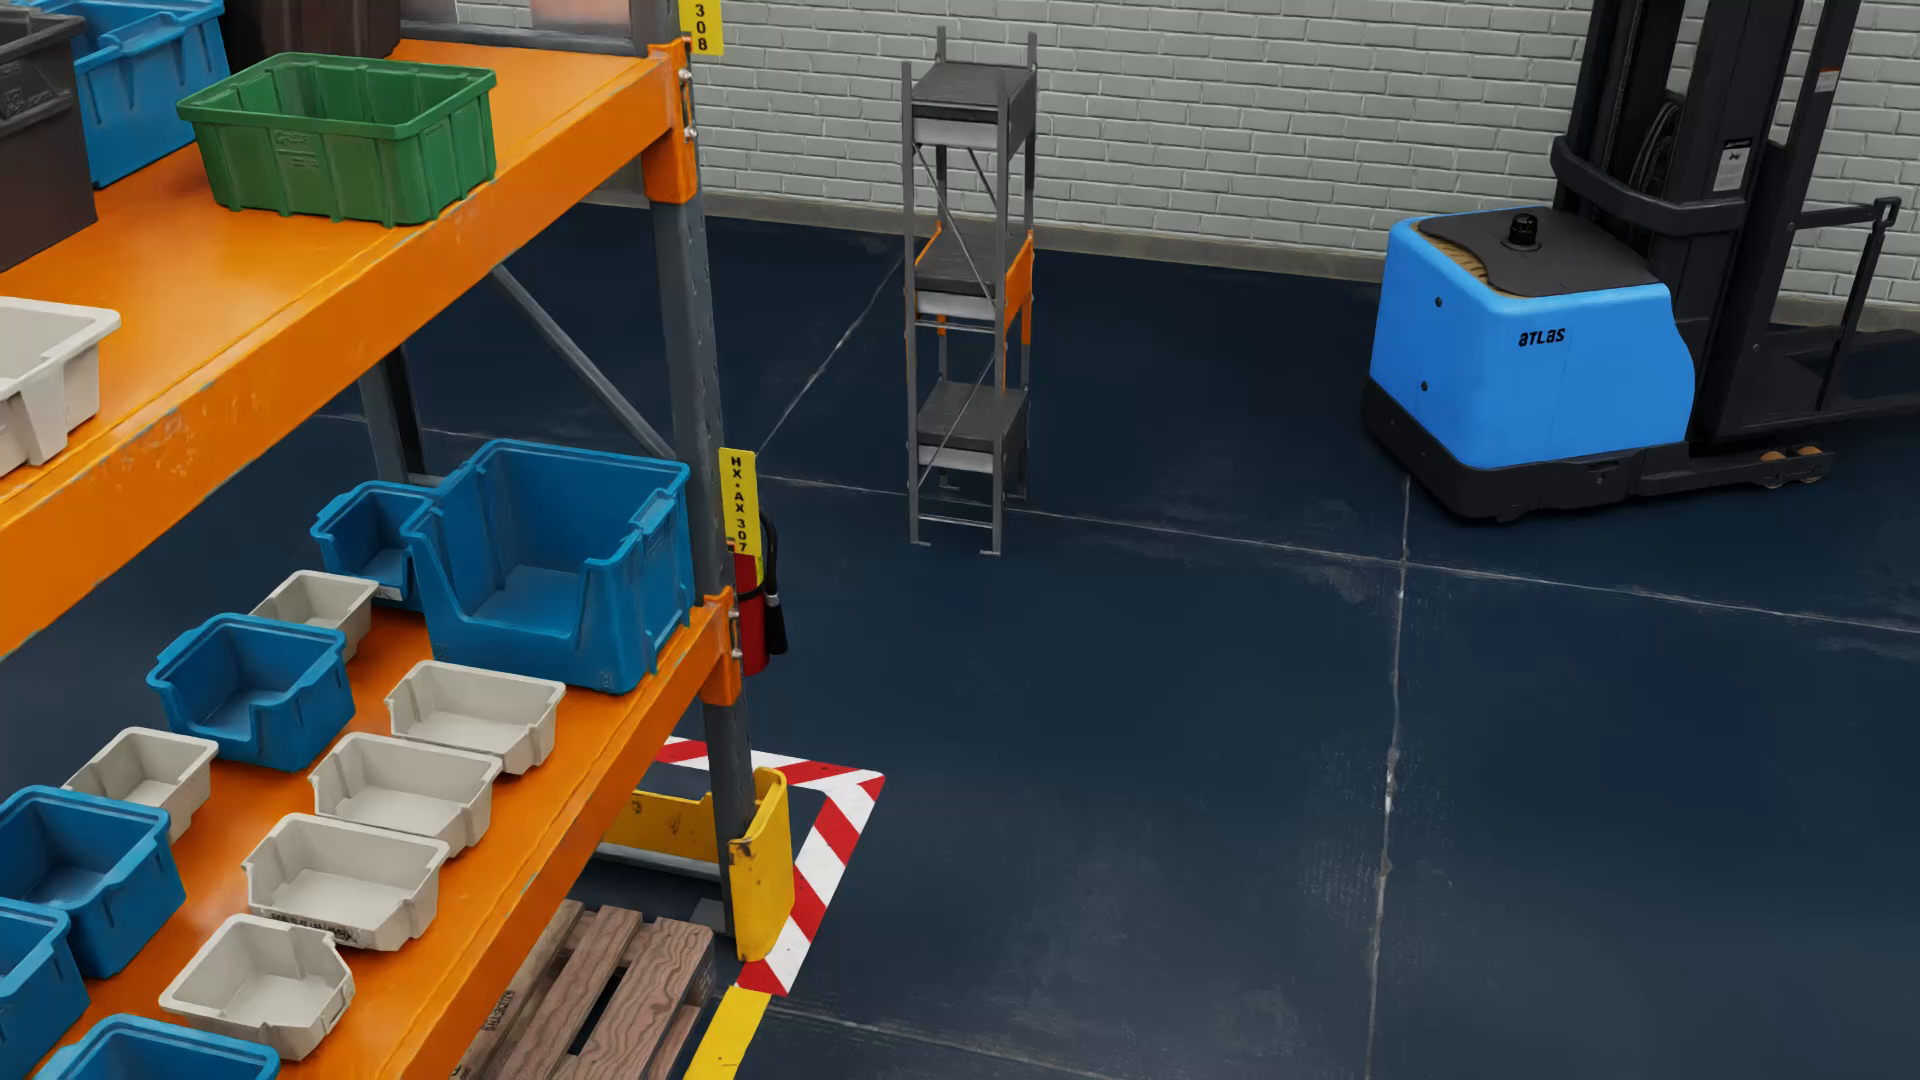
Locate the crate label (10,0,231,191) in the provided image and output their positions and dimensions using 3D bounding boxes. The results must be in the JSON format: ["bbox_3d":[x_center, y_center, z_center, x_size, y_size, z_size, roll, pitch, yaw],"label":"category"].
[{"bbox_3d":[-1.671,-0.866,3.158,0.408,0.251,0.502,8,33,12],"label":"crate label"}]

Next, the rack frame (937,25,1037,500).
[{"bbox_3d":[0.104,-1.099,7.021,0.400,2.100,0.015,8,33,12],"label":"rack frame"}]

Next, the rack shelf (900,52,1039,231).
[{"bbox_3d":[0.042,-1.551,6.454,0.431,0.518,0.480,8,33,12],"label":"rack shelf"}]

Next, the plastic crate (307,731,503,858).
[{"bbox_3d":[-1.244,0.585,3.724,0.396,0.136,0.243,8,33,12],"label":"plastic crate"}]

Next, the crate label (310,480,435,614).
[{"bbox_3d":[-1.506,0.031,4.505,0.416,0.233,0.303,8,33,12],"label":"crate label"}]

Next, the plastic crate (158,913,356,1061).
[{"bbox_3d":[-1.348,0.889,3.246,0.298,0.136,0.250,8,33,12],"label":"plastic crate"}]

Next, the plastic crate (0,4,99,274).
[{"bbox_3d":[-1.778,-0.582,2.631,0.504,0.338,0.767,8,33,12],"label":"plastic crate"}]

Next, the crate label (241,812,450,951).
[{"bbox_3d":[-1.291,0.733,3.491,0.396,0.136,0.243,8,33,12],"label":"crate label"}]

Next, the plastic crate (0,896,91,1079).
[{"bbox_3d":[-1.916,0.870,3.185,0.416,0.233,0.300,8,33,12],"label":"plastic crate"}]

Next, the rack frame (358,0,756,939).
[{"bbox_3d":[-1.125,-0.097,4.607,1.000,3.000,0.127,8,33,12],"label":"rack frame"}]

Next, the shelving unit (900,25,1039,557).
[{"bbox_3d":[0.042,-0.972,6.822,0.431,2.100,0.503,8,33,12],"label":"shelving unit"}]

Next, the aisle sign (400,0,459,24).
[{"bbox_3d":[-1.394,-1.272,4.032,0.394,0.787,0.004,8,33,12],"label":"aisle sign"}]

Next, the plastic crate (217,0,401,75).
[{"bbox_3d":[-1.492,-1.146,3.583,0.497,0.269,0.590,8,33,12],"label":"plastic crate"}]

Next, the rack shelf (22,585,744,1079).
[{"bbox_3d":[-1.632,1.244,3.167,1.077,0.370,4.000,8,33,12],"label":"rack shelf"}]

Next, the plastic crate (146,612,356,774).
[{"bbox_3d":[-1.673,0.373,3.967,0.416,0.233,0.300,8,33,12],"label":"plastic crate"}]

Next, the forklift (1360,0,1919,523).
[{"bbox_3d":[3.507,-1.740,7.254,3.031,2.935,1.130,-8,33,-13],"label":"forklift"}]

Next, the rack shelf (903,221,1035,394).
[{"bbox_3d":[0.042,-0.960,6.829,0.431,0.518,0.480,8,33,12],"label":"rack shelf"}]

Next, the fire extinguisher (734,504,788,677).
[{"bbox_3d":[-0.647,0.076,4.754,0.296,0.674,0.183,8,33,12],"label":"fire extinguisher"}]

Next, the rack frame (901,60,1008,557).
[{"bbox_3d":[-0.020,-0.845,6.623,0.400,2.100,0.015,8,33,12],"label":"rack frame"}]

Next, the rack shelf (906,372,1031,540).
[{"bbox_3d":[0.042,-0.370,7.205,0.431,0.518,0.480,8,33,12],"label":"rack shelf"}]

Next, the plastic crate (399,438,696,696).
[{"bbox_3d":[-1.029,0.062,4.268,0.616,0.435,0.499,8,33,12],"label":"plastic crate"}]

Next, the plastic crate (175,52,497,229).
[{"bbox_3d":[-1.099,-0.723,2.993,0.450,0.188,0.336,8,33,12],"label":"plastic crate"}]

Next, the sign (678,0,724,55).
[{"bbox_3d":[-0.588,-1.252,3.726,0.100,0.325,0.005,8,33,12],"label":"sign"}]

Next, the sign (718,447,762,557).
[{"bbox_3d":[-0.588,-0.100,4.459,0.100,0.325,0.005,8,33,12],"label":"sign"}]

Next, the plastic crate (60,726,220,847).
[{"bbox_3d":[-1.839,0.579,3.733,0.250,0.136,0.298,8,33,12],"label":"plastic crate"}]

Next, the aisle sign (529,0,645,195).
[{"bbox_3d":[-0.823,-1.192,3.906,0.394,0.787,0.004,8,33,12],"label":"aisle sign"}]

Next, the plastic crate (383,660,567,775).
[{"bbox_3d":[-1.157,0.437,3.957,0.396,0.136,0.243,8,33,12],"label":"plastic crate"}]

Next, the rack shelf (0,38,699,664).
[{"bbox_3d":[-1.632,-0.022,2.363,1.077,0.370,4.000,8,33,12],"label":"rack shelf"}]

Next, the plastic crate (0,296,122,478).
[{"bbox_3d":[-1.409,-0.146,2.133,0.437,0.136,0.530,8,33,12],"label":"plastic crate"}]

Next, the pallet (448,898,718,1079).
[{"bbox_3d":[-1.372,1.502,4.690,1.003,0.211,1.213,8,33,12],"label":"pallet"}]

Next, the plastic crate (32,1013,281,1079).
[{"bbox_3d":[-1.398,1.049,2.905,0.416,0.233,0.300,8,33,12],"label":"plastic crate"}]

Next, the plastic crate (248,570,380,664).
[{"bbox_3d":[-1.667,0.227,4.287,0.250,0.136,0.298,8,33,12],"label":"plastic crate"}]

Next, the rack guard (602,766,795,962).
[{"bbox_3d":[-1.131,0.943,5.300,1.175,0.500,0.348,8,33,12],"label":"rack guard"}]

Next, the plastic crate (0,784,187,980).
[{"bbox_3d":[-1.840,0.715,3.430,0.416,0.233,0.300,8,33,12],"label":"plastic crate"}]
